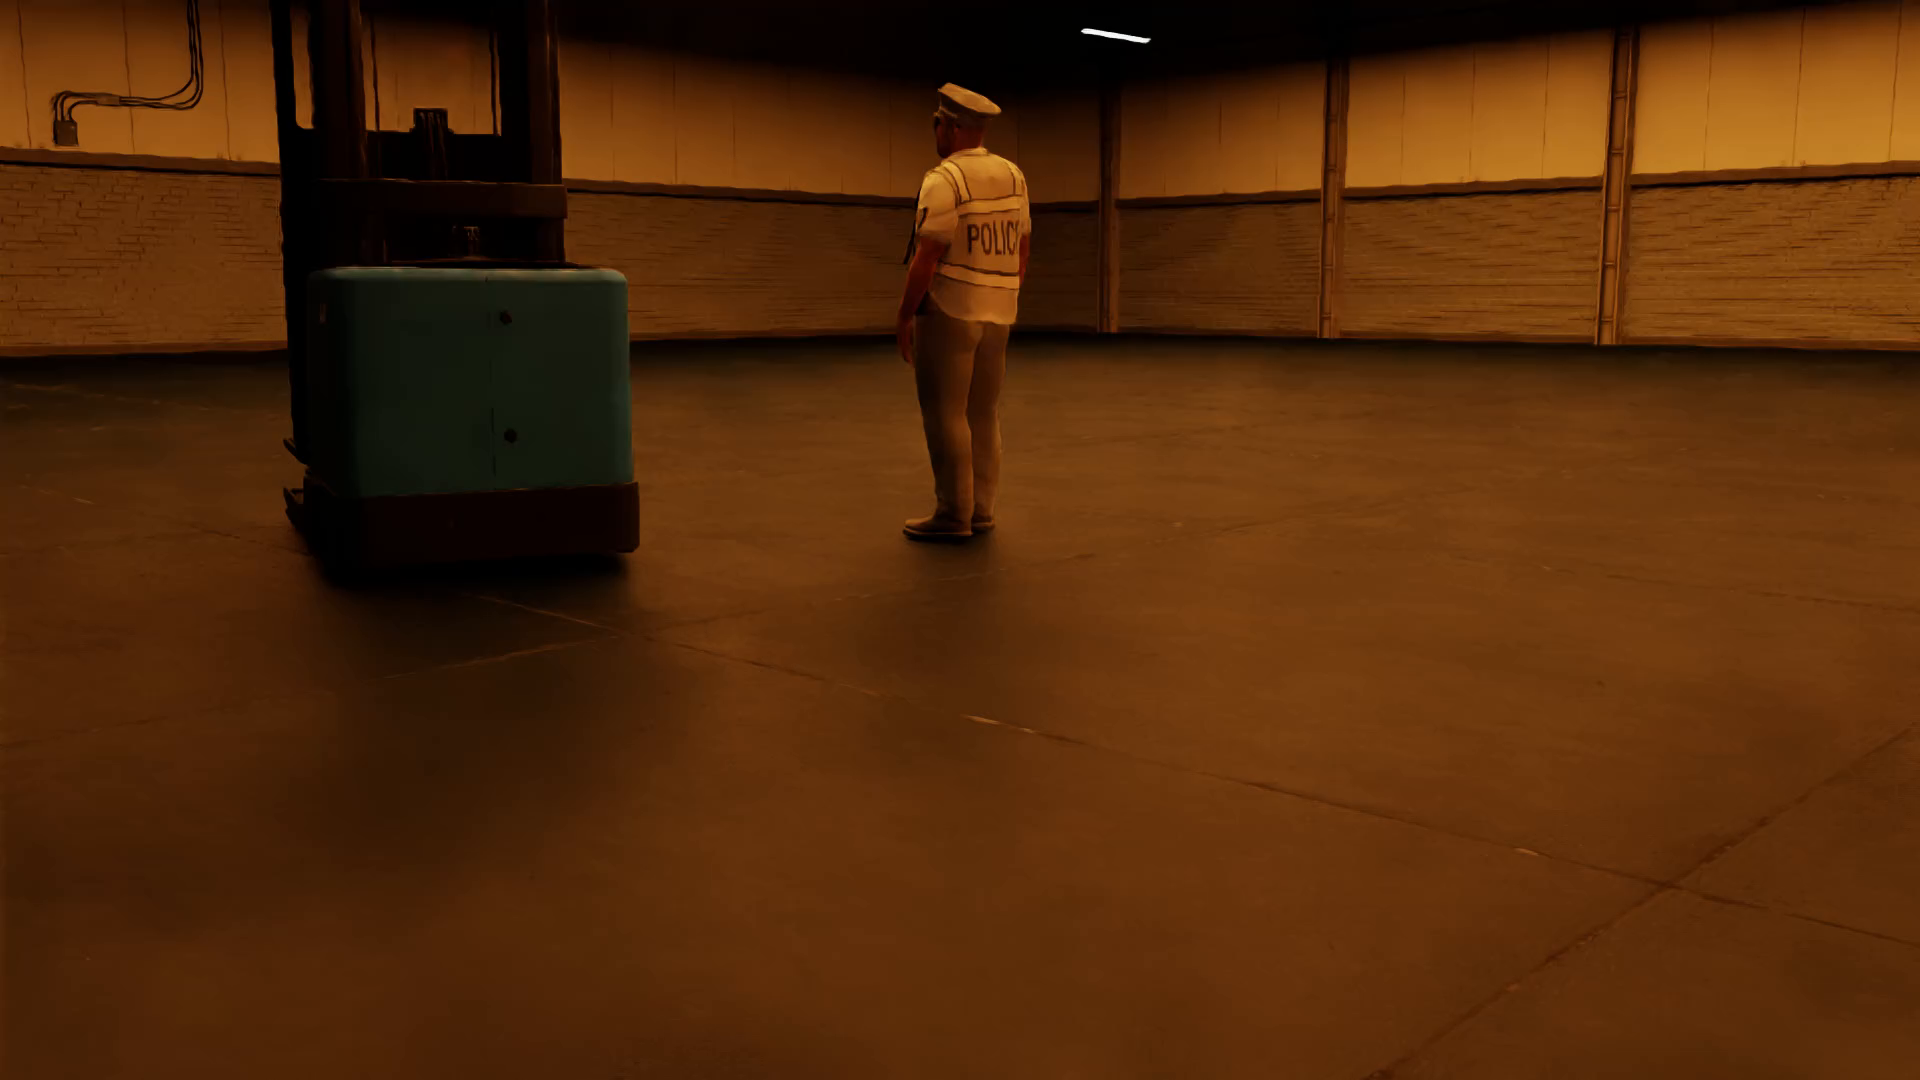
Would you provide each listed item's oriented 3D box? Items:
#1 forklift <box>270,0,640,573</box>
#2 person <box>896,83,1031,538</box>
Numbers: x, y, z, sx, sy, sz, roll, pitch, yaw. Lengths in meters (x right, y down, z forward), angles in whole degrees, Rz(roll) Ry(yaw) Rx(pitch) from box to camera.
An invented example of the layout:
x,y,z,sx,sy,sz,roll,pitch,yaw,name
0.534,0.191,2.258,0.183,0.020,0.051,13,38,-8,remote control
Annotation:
x,y,z,sx,sy,sz,roll,pitch,yaw,name
-2.273,-1.516,6.940,1.130,2.935,3.031,-4,10,-26,forklift
-0.048,-0.898,6.645,0.574,1.781,0.640,8,12,43,person
